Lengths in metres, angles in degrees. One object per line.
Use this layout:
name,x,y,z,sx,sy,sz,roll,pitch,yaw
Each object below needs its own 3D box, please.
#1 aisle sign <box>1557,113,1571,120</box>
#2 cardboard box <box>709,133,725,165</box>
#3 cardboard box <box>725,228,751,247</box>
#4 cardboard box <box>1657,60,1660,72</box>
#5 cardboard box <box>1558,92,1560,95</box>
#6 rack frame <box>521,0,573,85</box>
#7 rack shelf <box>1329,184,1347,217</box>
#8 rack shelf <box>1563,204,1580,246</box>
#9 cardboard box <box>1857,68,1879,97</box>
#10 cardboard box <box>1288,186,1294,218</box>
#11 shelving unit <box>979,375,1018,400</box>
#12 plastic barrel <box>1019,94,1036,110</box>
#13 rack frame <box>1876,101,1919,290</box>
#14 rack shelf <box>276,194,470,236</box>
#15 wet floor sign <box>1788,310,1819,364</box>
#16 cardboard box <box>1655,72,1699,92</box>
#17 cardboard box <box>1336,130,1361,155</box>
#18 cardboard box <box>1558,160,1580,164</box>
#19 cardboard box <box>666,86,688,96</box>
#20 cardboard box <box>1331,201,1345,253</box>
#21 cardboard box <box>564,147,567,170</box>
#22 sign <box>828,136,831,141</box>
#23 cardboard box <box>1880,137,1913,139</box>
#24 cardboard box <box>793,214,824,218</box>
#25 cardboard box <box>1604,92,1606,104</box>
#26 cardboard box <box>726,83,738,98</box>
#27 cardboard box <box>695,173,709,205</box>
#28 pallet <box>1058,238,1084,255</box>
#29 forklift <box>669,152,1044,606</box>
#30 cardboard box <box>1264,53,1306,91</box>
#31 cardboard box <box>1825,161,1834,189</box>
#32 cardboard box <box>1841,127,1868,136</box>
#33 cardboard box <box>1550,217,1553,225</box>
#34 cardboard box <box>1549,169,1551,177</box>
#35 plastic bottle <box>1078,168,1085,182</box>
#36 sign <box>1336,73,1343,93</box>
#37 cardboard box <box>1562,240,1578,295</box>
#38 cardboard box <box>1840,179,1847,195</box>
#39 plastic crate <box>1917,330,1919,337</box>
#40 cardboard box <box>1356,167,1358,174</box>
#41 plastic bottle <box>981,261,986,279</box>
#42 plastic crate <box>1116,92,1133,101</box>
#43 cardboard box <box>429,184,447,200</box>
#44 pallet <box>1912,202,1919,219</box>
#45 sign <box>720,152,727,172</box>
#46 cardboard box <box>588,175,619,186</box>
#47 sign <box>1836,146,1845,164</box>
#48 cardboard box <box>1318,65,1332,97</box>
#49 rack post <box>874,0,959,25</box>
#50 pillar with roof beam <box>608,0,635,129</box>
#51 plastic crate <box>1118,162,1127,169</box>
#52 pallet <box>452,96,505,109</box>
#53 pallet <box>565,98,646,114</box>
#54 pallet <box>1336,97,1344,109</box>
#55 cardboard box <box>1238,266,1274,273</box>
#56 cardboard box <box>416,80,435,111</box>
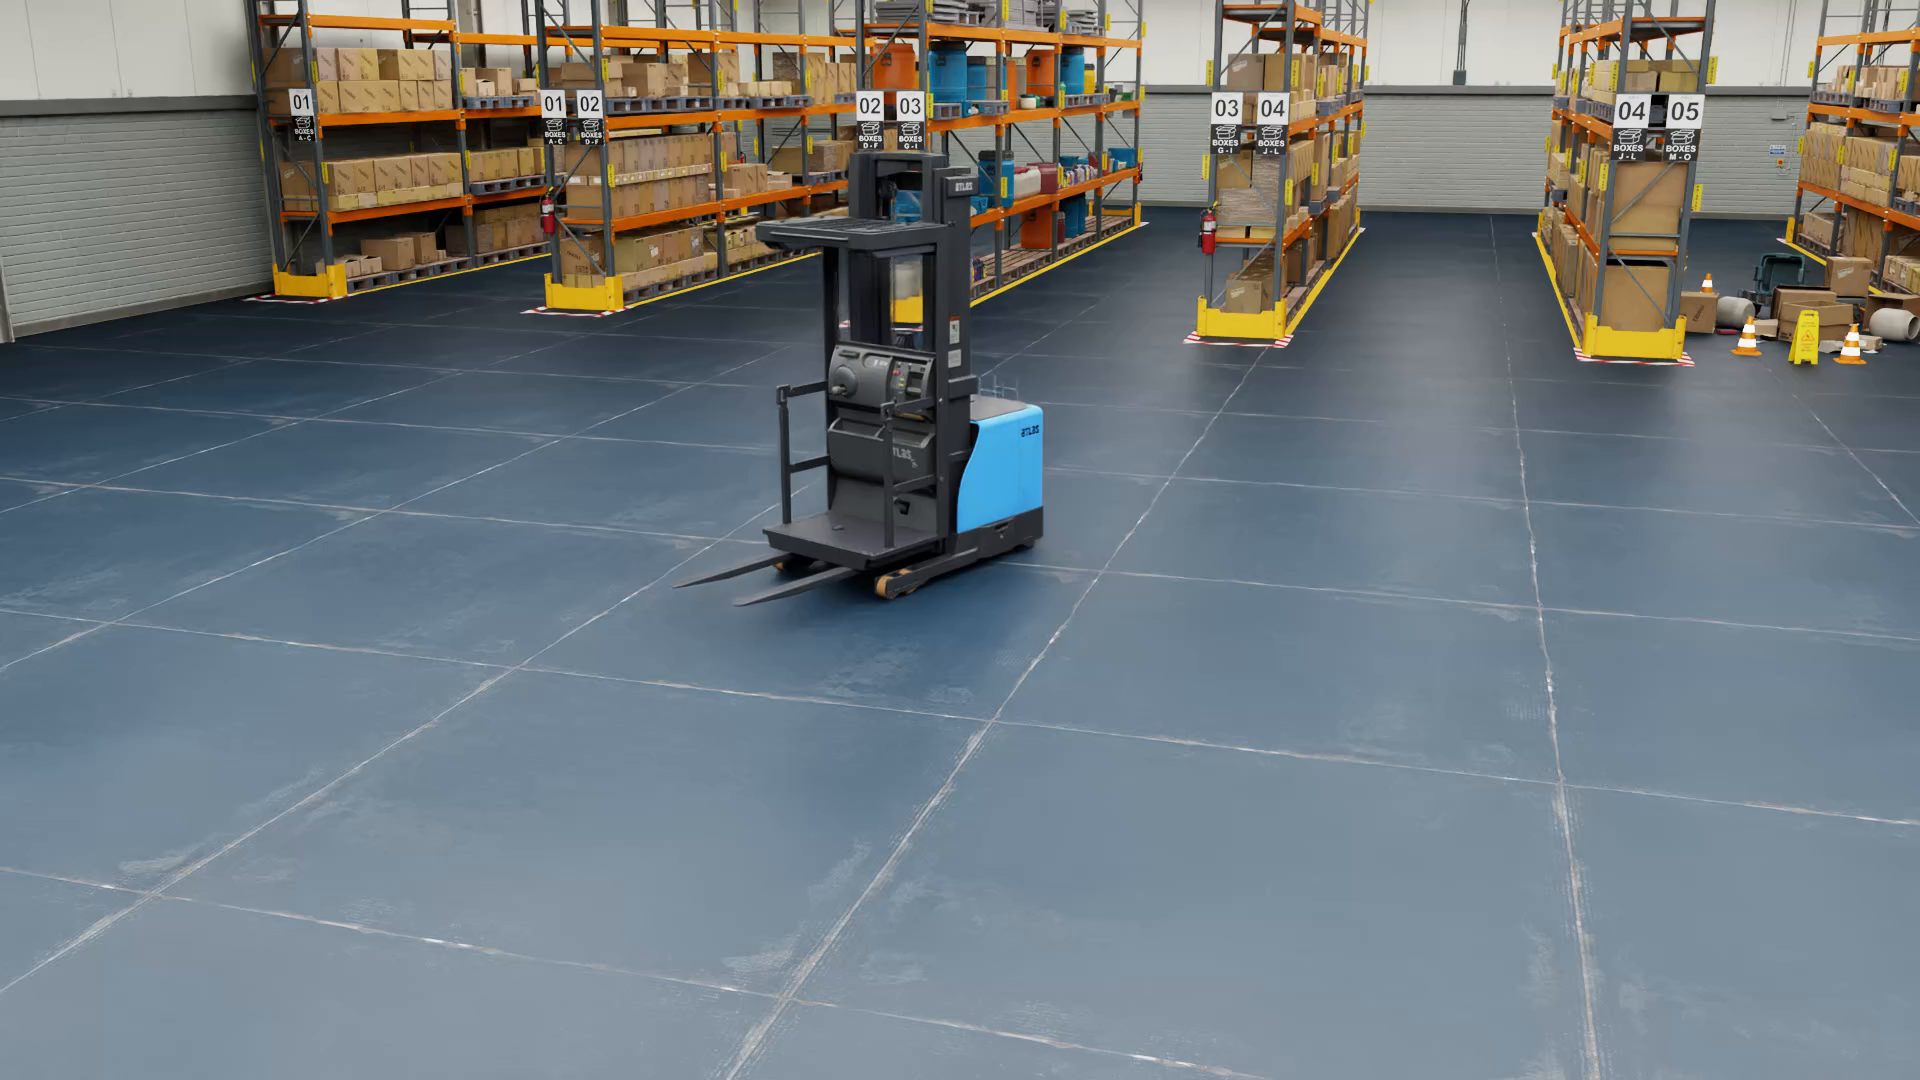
aisle sign,12.811,-9.279,35.282,0.394,0.787,0.004,5,16,16
cardboard box,-6.228,-9.368,39.811,0.980,0.700,0.700,4,16,15
cardboard box,-4.053,-5.395,29.594,0.500,0.311,0.500,4,16,15
cardboard box,9.365,-6.218,21.803,0.380,0.149,0.250,5,17,17
cardboard box,12.260,-8.852,33.318,0.500,0.250,0.500,5,16,16
rack frame,-8.170,-10.342,32.801,1.000,3.000,0.127,5,16,16
rack shelf,6.646,-6.481,31.500,1.077,0.370,4.000,5,16,16
rack shelf,10.236,-5.023,26.362,1.077,0.370,4.000,5,16,16
cardboard box,16.187,-8.067,29.324,0.500,0.500,0.500,4,16,15
cardboard box,4.350,-4.941,24.025,0.875,0.500,0.500,5,16,16
shelving unit,0.296,-0.669,12.991,0.258,1.200,0.189,13,20,38
plastic barrel,1.191,-7.714,29.284,0.301,0.262,0.301,0,16,0
rack frame,15.579,-5.535,26.848,1.000,3.000,0.127,5,16,16
rack shelf,-9.875,-5.540,28.184,1.077,0.370,4.000,5,16,16
wet floor sign,10.421,-2.506,20.482,0.267,0.644,0.232,2,16,6
cardboard box,8.914,-5.670,20.604,0.500,0.250,0.500,5,16,16
cardboard box,8.464,-8.681,36.293,0.500,0.500,0.500,5,17,17
cardboard box,10.652,-6.558,29.054,0.380,0.149,0.250,5,17,18
cardboard box,-4.637,-7.281,26.941,0.380,0.149,0.250,5,16,16
cardboard box,6.554,-5.895,31.241,1.225,0.875,0.875,5,16,16
cardboard box,-7.787,-7.764,33.941,0.500,0.500,0.500,5,17,18
sign,-2.805,-8.576,35.982,0.100,0.325,0.005,5,16,16
cardboard box,16.829,-6.975,29.907,0.500,0.500,0.500,5,17,18
cardboard box,-3.016,-6.179,32.892,0.500,0.500,0.500,5,17,18
cardboard box,8.589,-5.752,21.622,0.380,0.149,0.250,4,16,15
cardboard box,-4.219,-7.904,29.207,0.500,0.250,0.500,3,16,10
cardboard box,-4.676,-5.958,28.155,0.700,0.500,0.500,4,16,14
pallet,1.861,-5.874,33.152,1.003,0.211,1.213,5,16,16
forklift,-0.694,-1.155,11.529,1.130,2.935,3.031,13,20,38
cardboard box,4.485,-6.453,22.942,0.500,0.500,0.500,5,16,16
cardboard box,16.743,-6.906,31.498,0.500,0.500,0.500,4,16,15
cardboard box,16.498,-7.528,30.670,0.380,0.149,0.250,4,16,15
cardboard box,11.891,-6.305,32.926,0.380,0.149,0.250,4,16,15
cardboard box,11.388,-6.953,31.537,0.380,0.149,0.250,4,16,13
plastic bottle,2.416,-7.319,33.364,0.152,0.276,0.135,5,16,16
sign,6.597,-7.953,28.927,0.100,0.325,0.005,5,16,16
cardboard box,9.757,-4.135,25.265,1.050,0.750,0.750,5,16,16
cardboard box,16.337,-6.415,30.224,0.500,0.250,0.500,4,16,15
plastic crate,13.209,-2.737,22.333,0.402,0.080,0.583,-1,16,-3
cardboard box,8.420,-8.023,36.080,0.380,0.149,0.250,5,16,16
plastic bottle,0.371,-4.395,26.999,0.061,0.283,0.133,5,17,19
plastic crate,3.595,-9.842,36.922,0.450,0.188,0.336,5,16,16
cardboard box,-9.300,-6.070,28.971,0.500,0.250,0.500,5,17,16
pallet,15.055,-4.922,25.037,1.003,0.211,1.213,5,16,16
sign,-4.024,-6.439,28.300,0.100,0.325,0.005,5,16,16
cardboard box,-5.375,-5.426,25.091,0.380,0.149,0.250,5,16,15
sign,16.183,-7.079,30.559,0.100,0.325,0.005,5,16,16
cardboard box,5.891,-7.628,27.629,0.500,0.500,0.500,5,17,17
rack post,-0.608,-7.429,23.444,0.937,0.300,0.954,7,17,22
pillar with roof beam,-3.536,-11.305,36.196,9.100,9.000,0.400,5,16,16
plastic crate,3.544,-8.456,37.517,0.396,0.136,0.243,5,16,16
pallet,-9.029,-7.916,30.087,1.213,0.211,1.003,5,16,16
pallet,-5.467,-6.564,25.138,1.003,0.211,1.213,5,16,16
pallet,6.209,-7.829,29.782,1.213,0.211,1.003,5,17,18
cardboard box,4.330,-3.694,24.167,0.500,0.500,0.500,6,17,21
cardboard box,-9.369,-7.628,28.509,0.500,0.500,0.500,3,16,11
